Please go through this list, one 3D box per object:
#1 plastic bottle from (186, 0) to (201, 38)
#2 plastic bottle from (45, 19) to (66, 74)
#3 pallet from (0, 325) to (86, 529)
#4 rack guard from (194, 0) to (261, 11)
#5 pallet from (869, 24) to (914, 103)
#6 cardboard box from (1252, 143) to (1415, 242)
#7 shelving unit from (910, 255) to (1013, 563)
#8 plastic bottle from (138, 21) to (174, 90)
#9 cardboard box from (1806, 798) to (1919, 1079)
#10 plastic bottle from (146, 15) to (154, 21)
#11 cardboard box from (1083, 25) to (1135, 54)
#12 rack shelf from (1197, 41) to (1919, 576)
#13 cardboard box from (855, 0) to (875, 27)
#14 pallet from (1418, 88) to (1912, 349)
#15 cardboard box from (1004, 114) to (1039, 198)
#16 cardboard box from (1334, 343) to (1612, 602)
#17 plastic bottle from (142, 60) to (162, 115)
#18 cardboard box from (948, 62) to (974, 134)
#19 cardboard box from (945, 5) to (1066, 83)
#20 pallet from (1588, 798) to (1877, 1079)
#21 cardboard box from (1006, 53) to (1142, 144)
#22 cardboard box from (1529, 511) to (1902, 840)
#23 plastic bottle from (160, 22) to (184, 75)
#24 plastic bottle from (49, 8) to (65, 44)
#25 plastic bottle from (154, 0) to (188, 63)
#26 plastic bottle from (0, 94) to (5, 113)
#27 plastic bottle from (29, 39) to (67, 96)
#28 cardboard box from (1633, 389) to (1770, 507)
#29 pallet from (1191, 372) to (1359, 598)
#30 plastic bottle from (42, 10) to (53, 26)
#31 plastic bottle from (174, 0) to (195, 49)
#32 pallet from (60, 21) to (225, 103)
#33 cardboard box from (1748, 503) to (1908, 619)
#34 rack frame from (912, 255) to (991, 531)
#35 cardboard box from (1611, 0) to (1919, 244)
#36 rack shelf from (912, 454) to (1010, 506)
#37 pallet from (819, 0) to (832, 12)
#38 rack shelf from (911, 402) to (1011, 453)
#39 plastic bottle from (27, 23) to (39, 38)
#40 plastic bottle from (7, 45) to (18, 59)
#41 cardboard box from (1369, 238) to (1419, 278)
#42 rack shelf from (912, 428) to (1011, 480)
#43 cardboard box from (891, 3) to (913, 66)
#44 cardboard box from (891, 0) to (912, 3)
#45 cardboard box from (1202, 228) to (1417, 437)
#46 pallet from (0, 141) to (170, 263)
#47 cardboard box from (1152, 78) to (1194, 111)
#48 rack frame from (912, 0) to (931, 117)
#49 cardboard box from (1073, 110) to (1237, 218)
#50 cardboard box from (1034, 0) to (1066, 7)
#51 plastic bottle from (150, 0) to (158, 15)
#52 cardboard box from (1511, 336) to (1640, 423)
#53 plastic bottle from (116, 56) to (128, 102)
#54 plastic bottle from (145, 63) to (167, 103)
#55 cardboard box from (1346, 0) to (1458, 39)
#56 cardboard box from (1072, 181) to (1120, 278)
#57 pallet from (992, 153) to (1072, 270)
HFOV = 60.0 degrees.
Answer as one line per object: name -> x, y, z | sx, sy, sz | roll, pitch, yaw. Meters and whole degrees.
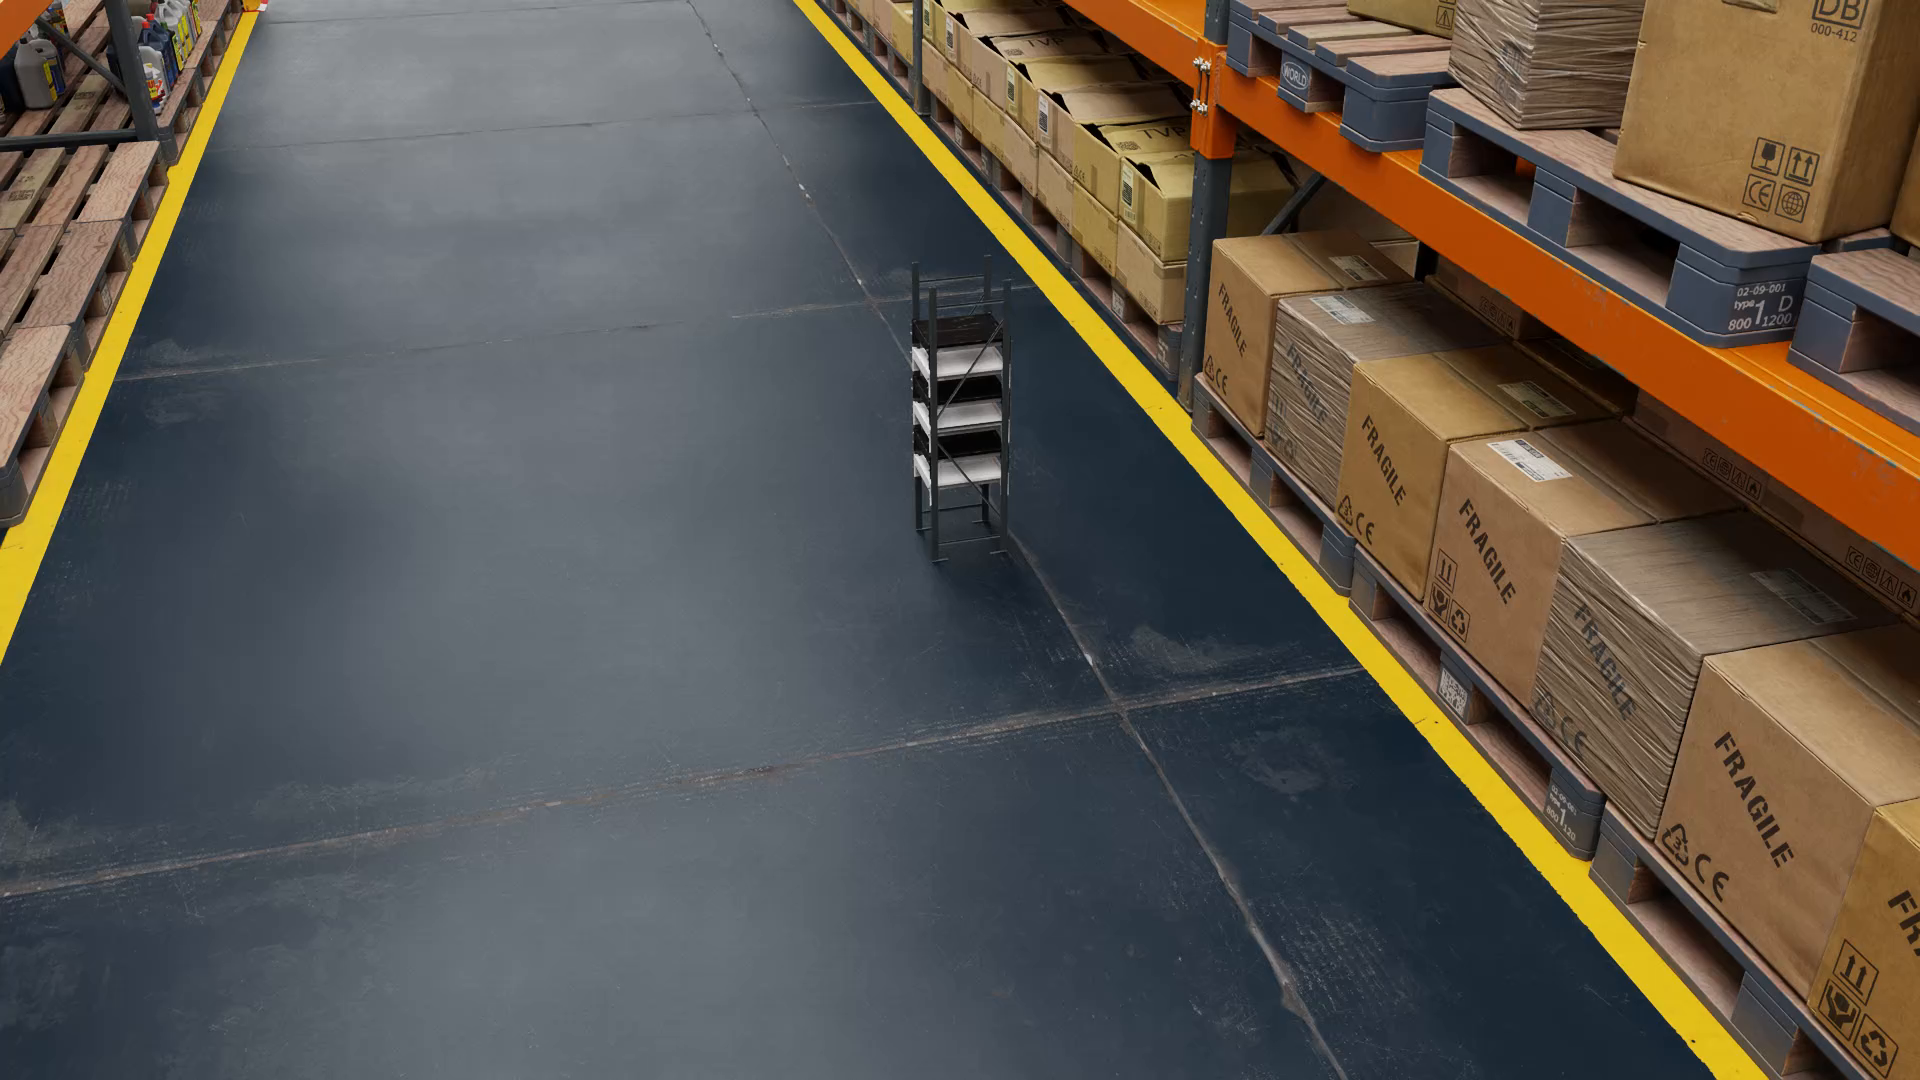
plastic bottle -> -4.645, -3.183, 10.027 | 0.061, 0.283, 0.133 | -7, 31, -12
plastic bottle -> -5.064, -2.749, 9.277 | 0.061, 0.283, 0.133 | -8, 31, -13
pallet -> -3.648, -0.360, 5.660 | 1.003, 0.211, 1.213 | -8, 31, -13
rack guard -> -5.538, -3.939, 11.556 | 1.175, 0.500, 0.348 | -8, 31, -13
pallet -> 0.064, -2.959, 10.151 | 1.003, 0.211, 1.213 | -8, 31, -13
cardboard box -> 1.441, -1.370, 6.389 | 0.500, 0.311, 0.500 | -7, 31, -12
shelving unit -> 0.002, -0.386, 5.018 | 0.258, 0.900, 0.210 | -8, 31, -13
plastic bottle -> -4.356, -2.608, 8.967 | 0.144, 0.351, 0.185 | -7, 31, -12
cardboard box -> 1.951, 0.779, 2.965 | 0.500, 0.500, 0.500 | -8, 31, -14
plastic bottle -> -4.731, -2.984, 9.764 | 0.097, 0.201, 0.097 | 0, 30, 0
cardboard box -> 0.893, -2.361, 8.100 | 0.500, 0.311, 0.500 | -8, 31, -13
rack shelf -> 1.827, -0.567, 3.953 | 1.077, 0.370, 4.000 | -8, 31, -13
cardboard box -> -0.369, -3.445, 10.533 | 0.500, 0.250, 0.500 | -8, 31, -13
pallet -> 1.817, -0.822, 3.868 | 1.003, 0.211, 1.213 | -8, 31, -13
cardboard box -> 0.512, -1.797, 7.686 | 0.500, 0.250, 0.500 | -7, 31, -12
cardboard box -> 1.415, -0.200, 4.657 | 0.500, 0.500, 0.500 | -8, 31, -14
plastic bottle -> -4.204, -2.341, 8.584 | 0.097, 0.271, 0.097 | 0, 30, 0
cardboard box -> 0.238, -2.293, 8.542 | 0.500, 0.250, 0.500 | -7, 31, -12
cardboard box -> 0.232, -2.535, 8.401 | 0.500, 0.311, 0.500 | -8, 31, -14
pallet -> 2.106, 0.907, 3.472 | 1.003, 0.211, 1.213 | -8, 31, -13
cardboard box -> 0.514, -2.035, 7.538 | 0.500, 0.311, 0.500 | -7, 31, -12
cardboard box -> 1.695, 0.297, 3.798 | 0.500, 0.500, 0.500 | -7, 31, -13
plastic bottle -> -4.410, -2.755, 9.288 | 0.061, 0.283, 0.133 | -6, 31, -11
plastic bottle -> -5.395, -3.063, 9.902 | 0.097, 0.201, 0.097 | 0, 30, 0
plastic bottle -> -4.519, -2.904, 9.479 | 0.144, 0.351, 0.185 | -8, 31, -14
plastic bottle -> -4.987, -2.322, 8.540 | 0.061, 0.283, 0.133 | -6, 31, -11
plastic bottle -> -4.905, -2.528, 8.903 | 0.152, 0.276, 0.135 | -8, 31, -13
cardboard box -> 2.066, -0.336, 4.144 | 0.500, 0.250, 0.500 | -8, 31, -14
pallet -> 1.458, -0.271, 5.508 | 1.003, 0.211, 1.213 | -8, 31, -13
plastic bottle -> -5.332, -2.978, 9.685 | 0.097, 0.271, 0.097 | 0, 30, 0
plastic bottle -> -4.616, -3.041, 9.790 | 0.152, 0.276, 0.135 | -9, 31, -15
pallet -> -5.007, -2.832, 9.933 | 1.003, 0.211, 1.213 | -8, 31, -13
cardboard box -> 2.187, 0.215, 3.940 | 0.500, 0.500, 0.500 | -7, 31, -13
rack frame -> -0.025, -0.435, 5.103 | 0.240, 0.900, 0.006 | -8, 31, -13
cardboard box -> 1.830, -0.982, 3.433 | 0.700, 0.500, 0.500 | -16, 34, -26
rack shelf -> 0.002, -0.201, 5.125 | 0.258, 0.077, 0.200 | -8, 31, -13
pallet -> -0.583, -4.137, 12.187 | 1.003, 0.211, 1.213 | -8, 31, -13
rack shelf -> 0.002, -0.357, 5.034 | 0.258, 0.077, 0.200 | -8, 31, -13
plastic bottle -> -5.167, -2.731, 9.254 | 0.152, 0.276, 0.135 | -7, 31, -12
plastic bottle -> -5.041, -2.528, 8.829 | 0.144, 0.351, 0.185 | -9, 31, -16
cardboard box -> 1.441, -1.128, 6.529 | 0.500, 0.250, 0.500 | -8, 31, -13
rack shelf -> 0.002, -0.279, 5.080 | 0.258, 0.077, 0.200 | -8, 31, -13
cardboard box -> -0.099, -2.962, 9.699 | 0.500, 0.250, 0.500 | -8, 31, -13
cardboard box -> -0.220, -3.530, 9.931 | 0.500, 0.500, 0.500 | -8, 31, -13
cardboard box -> 1.142, -0.695, 5.512 | 0.500, 0.500, 0.500 | -7, 31, -11
pallet -> -4.296, -1.538, 7.696 | 1.003, 0.211, 1.213 | -8, 31, -13
cardboard box -> 1.160, -1.870, 7.251 | 0.500, 0.311, 0.500 | -9, 31, -15
rack frame -> 0.235, -3.776, 8.779 | 1.000, 3.000, 0.127 | -8, 31, -13
cardboard box -> 0.776, -1.549, 6.697 | 0.500, 0.311, 0.500 | -8, 31, -14
cardboard box -> 0.619, -2.853, 8.950 | 0.500, 0.311, 0.500 | -8, 31, -13
plastic bottle -> -4.755, -3.097, 9.879 | 0.061, 0.283, 0.133 | -8, 31, -13
cardboard box -> 1.908, -0.282, 4.799 | 0.500, 0.500, 0.500 | -9, 31, -15
plastic bottle -> -4.418, -2.484, 8.820 | 0.061, 0.283, 0.133 | -8, 31, -13
plastic bottle -> -4.258, -2.409, 8.771 | 0.097, 0.201, 0.097 | 0, 30, 0
cardboard box -> 1.572, -1.780, 4.811 | 0.700, 0.500, 0.500 | -19, 35, -30
cardboard box -> 0.782, -1.306, 6.837 | 0.500, 0.250, 0.500 | -8, 31, -14
pallet -> 0.796, -1.628, 7.852 | 1.003, 0.211, 1.213 | -8, 31, -13
